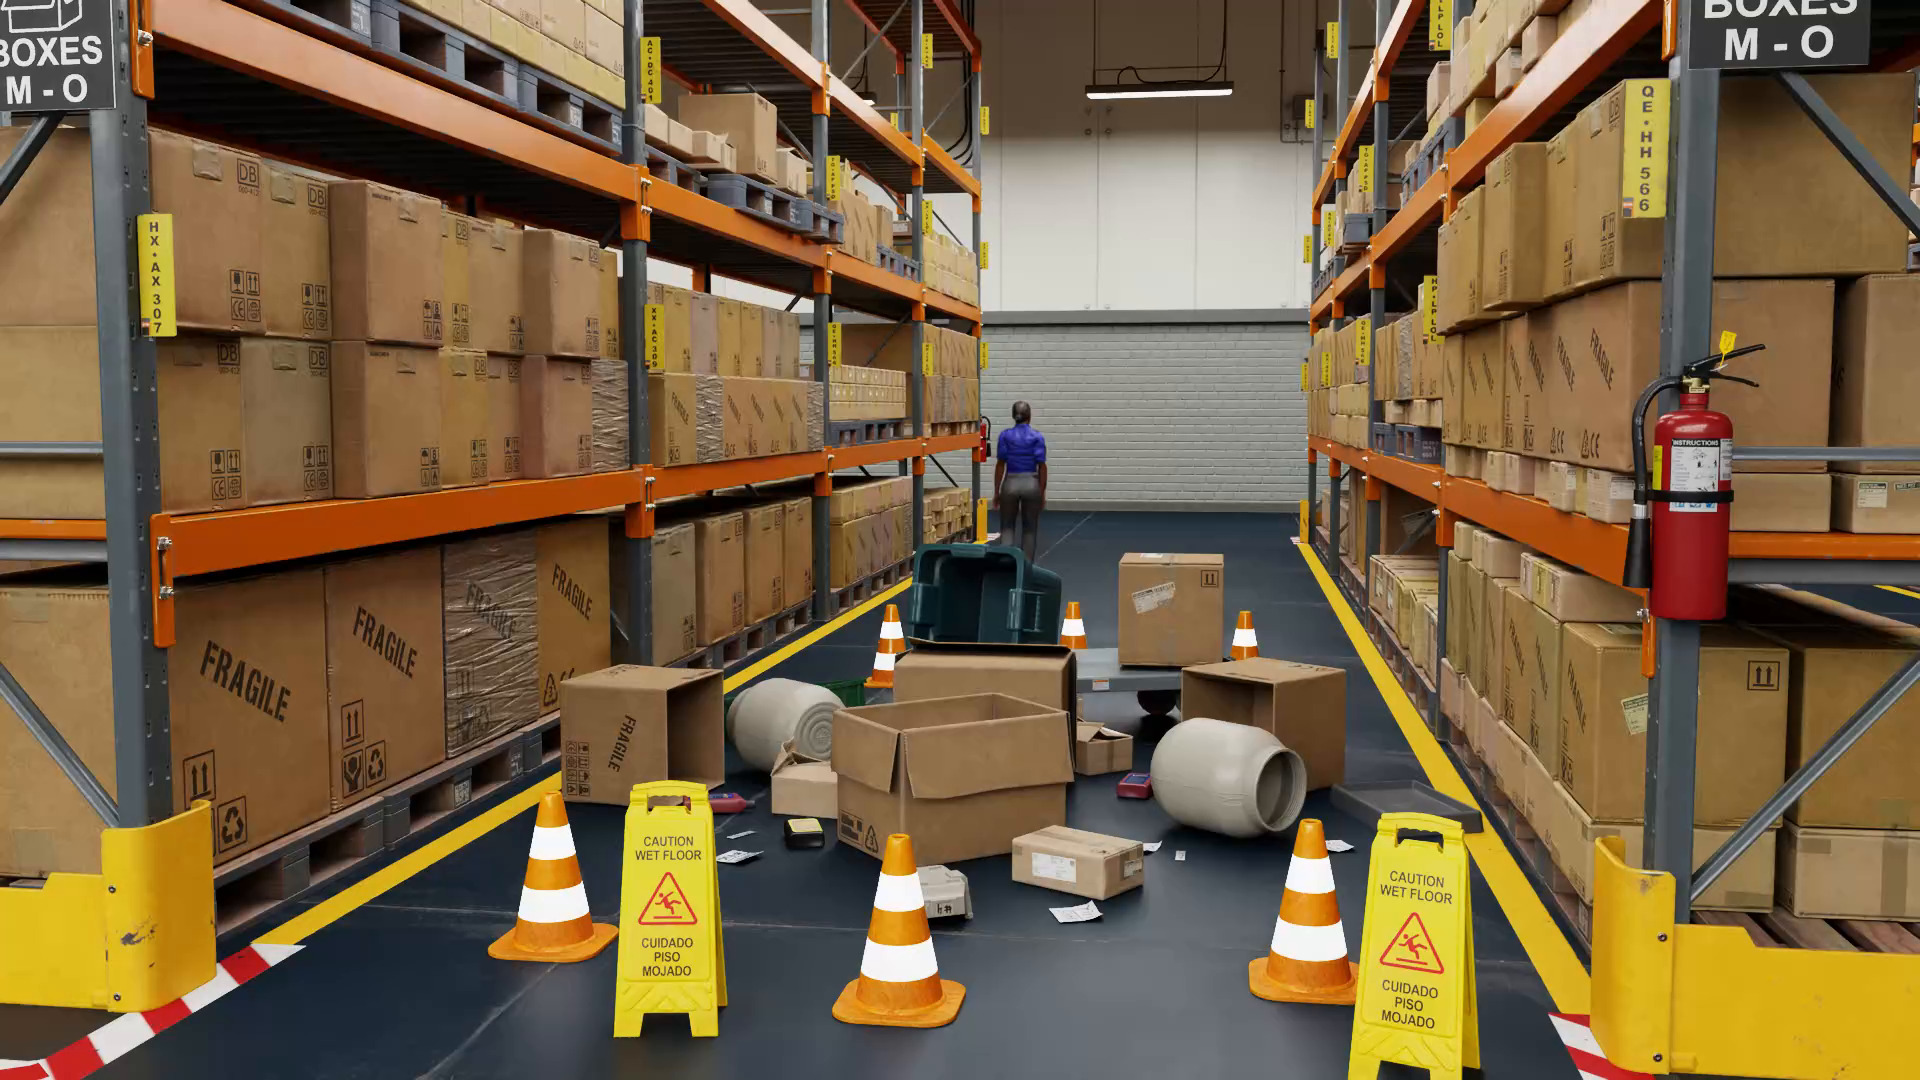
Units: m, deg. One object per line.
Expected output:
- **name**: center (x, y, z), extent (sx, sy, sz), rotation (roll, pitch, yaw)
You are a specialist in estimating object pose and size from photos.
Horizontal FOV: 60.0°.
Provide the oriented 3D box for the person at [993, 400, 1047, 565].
- **person**: center (0.534, -0.416, 14.782), extent (0.479, 1.647, 0.474), rotation (1, 5, 10)
